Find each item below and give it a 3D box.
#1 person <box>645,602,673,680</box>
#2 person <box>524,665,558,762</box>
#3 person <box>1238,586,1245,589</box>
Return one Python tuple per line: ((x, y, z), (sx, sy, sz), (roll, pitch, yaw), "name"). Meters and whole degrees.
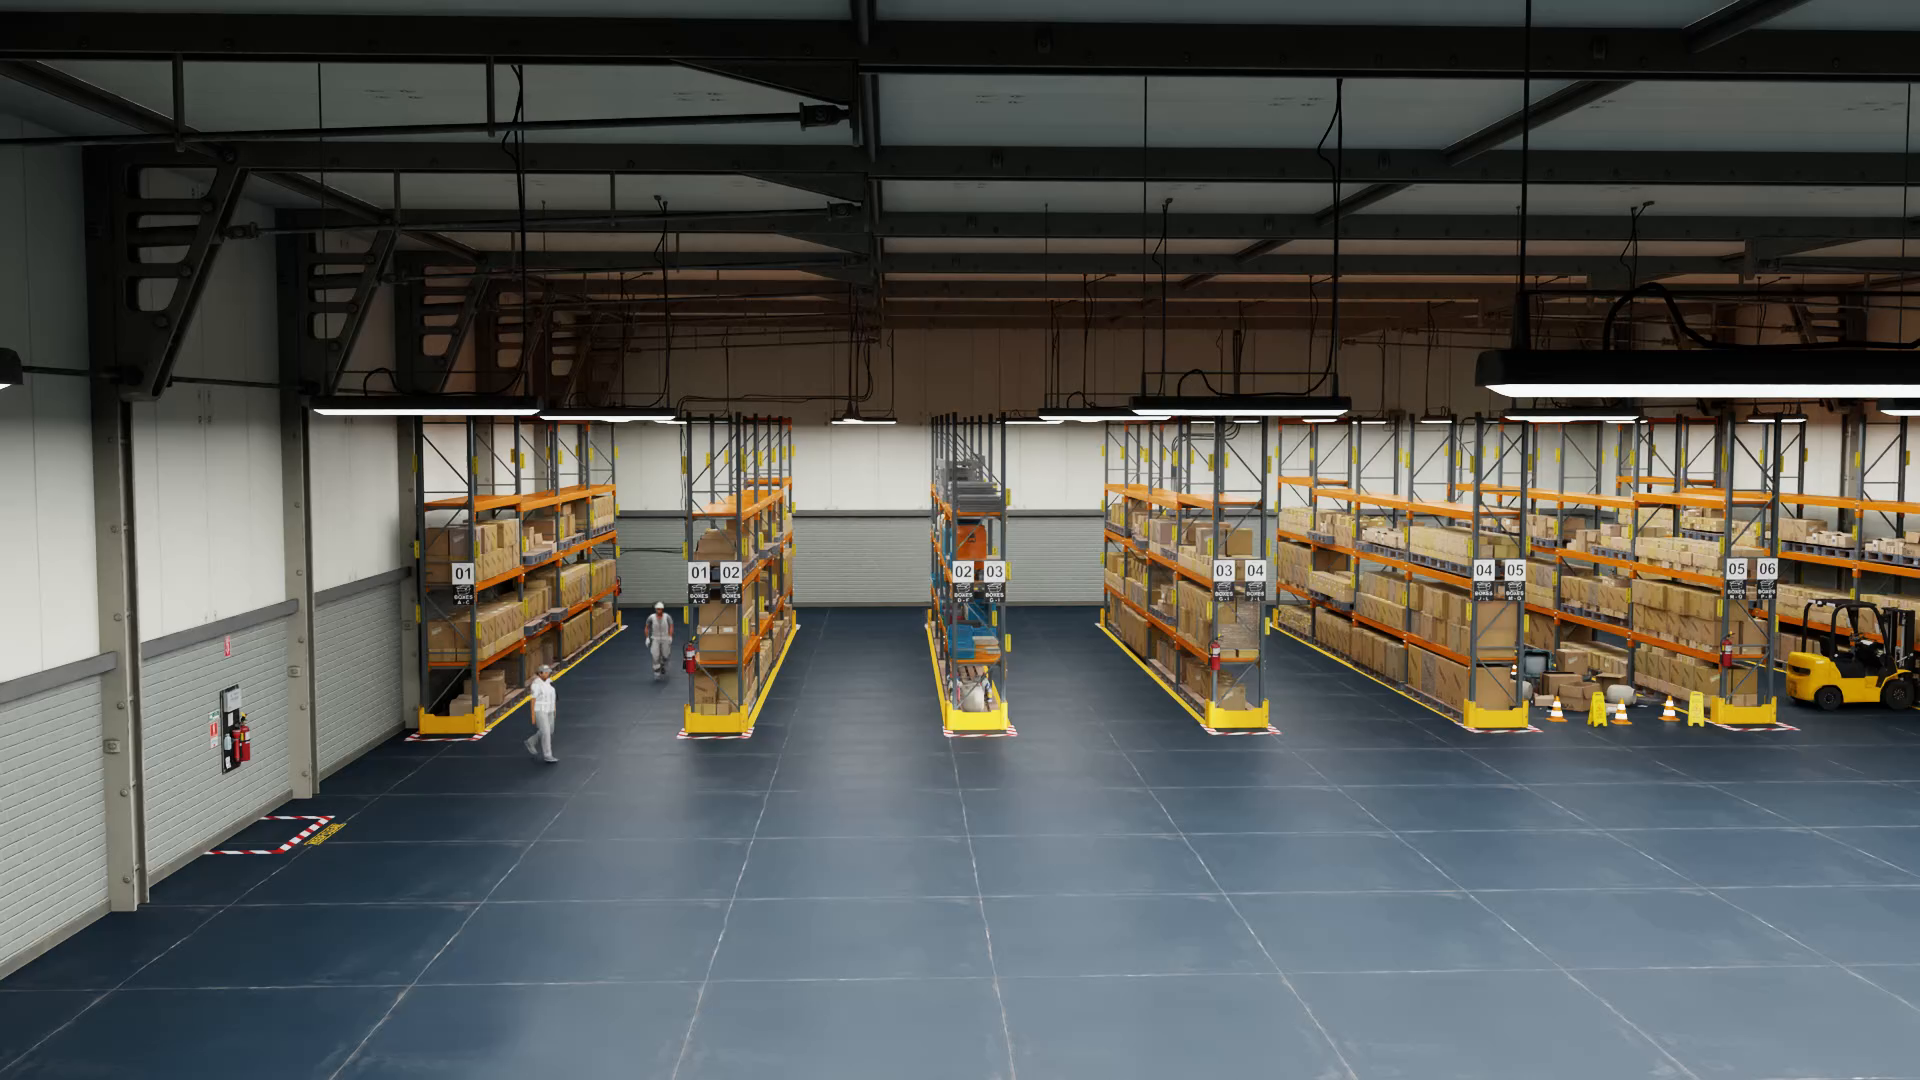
((-6.851, 2.276, 37.816), (0.622, 1.763, 0.703), (-1, 4, -17), "person")
((-7.189, 2.948, 28.607), (0.842, 1.631, 0.523), (2, 4, 25), "person")
((7.920, 1.618, 48.118), (0.750, 1.666, 0.696), (0, 4, 7), "person")
